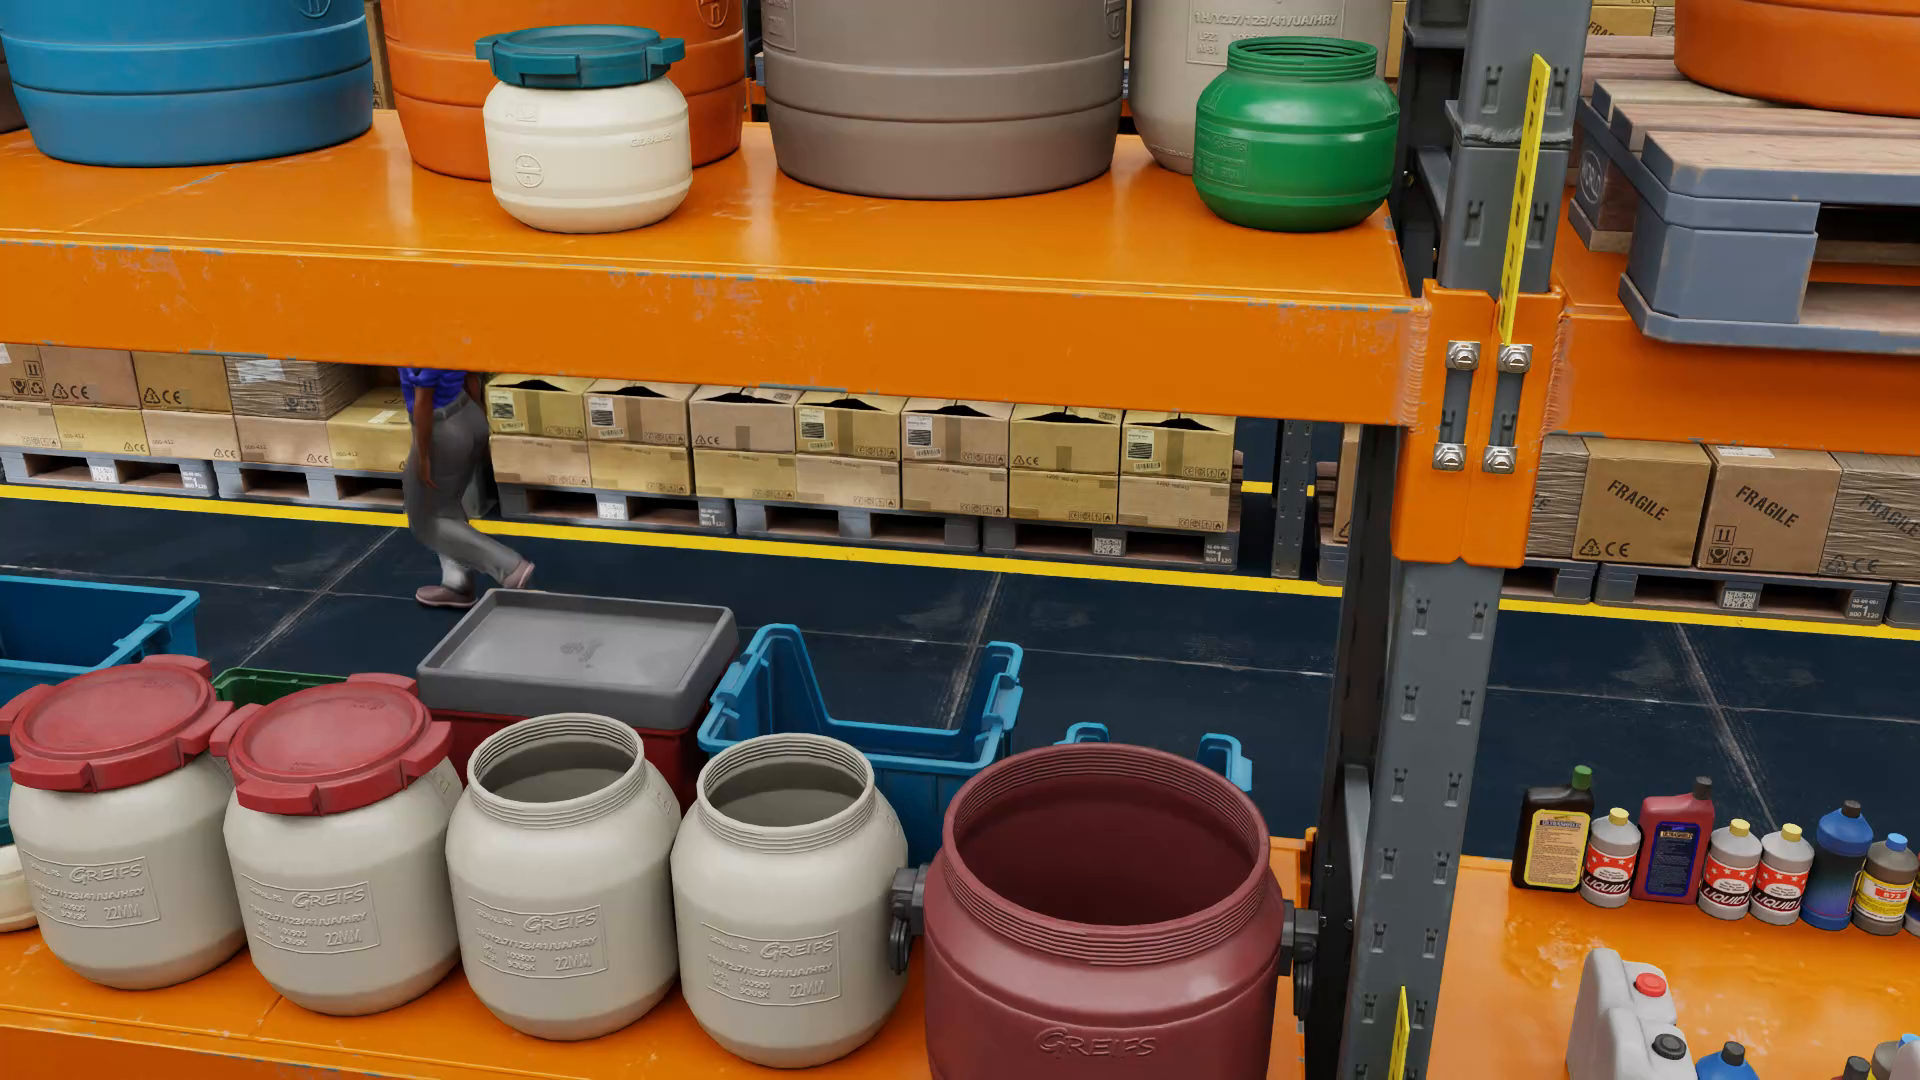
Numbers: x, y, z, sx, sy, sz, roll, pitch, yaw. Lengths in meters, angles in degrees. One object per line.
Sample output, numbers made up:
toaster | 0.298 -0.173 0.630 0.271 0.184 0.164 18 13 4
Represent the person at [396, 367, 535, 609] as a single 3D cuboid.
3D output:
person | -2.118 -0.426 6.985 0.651 1.635 0.438 5 25 10
